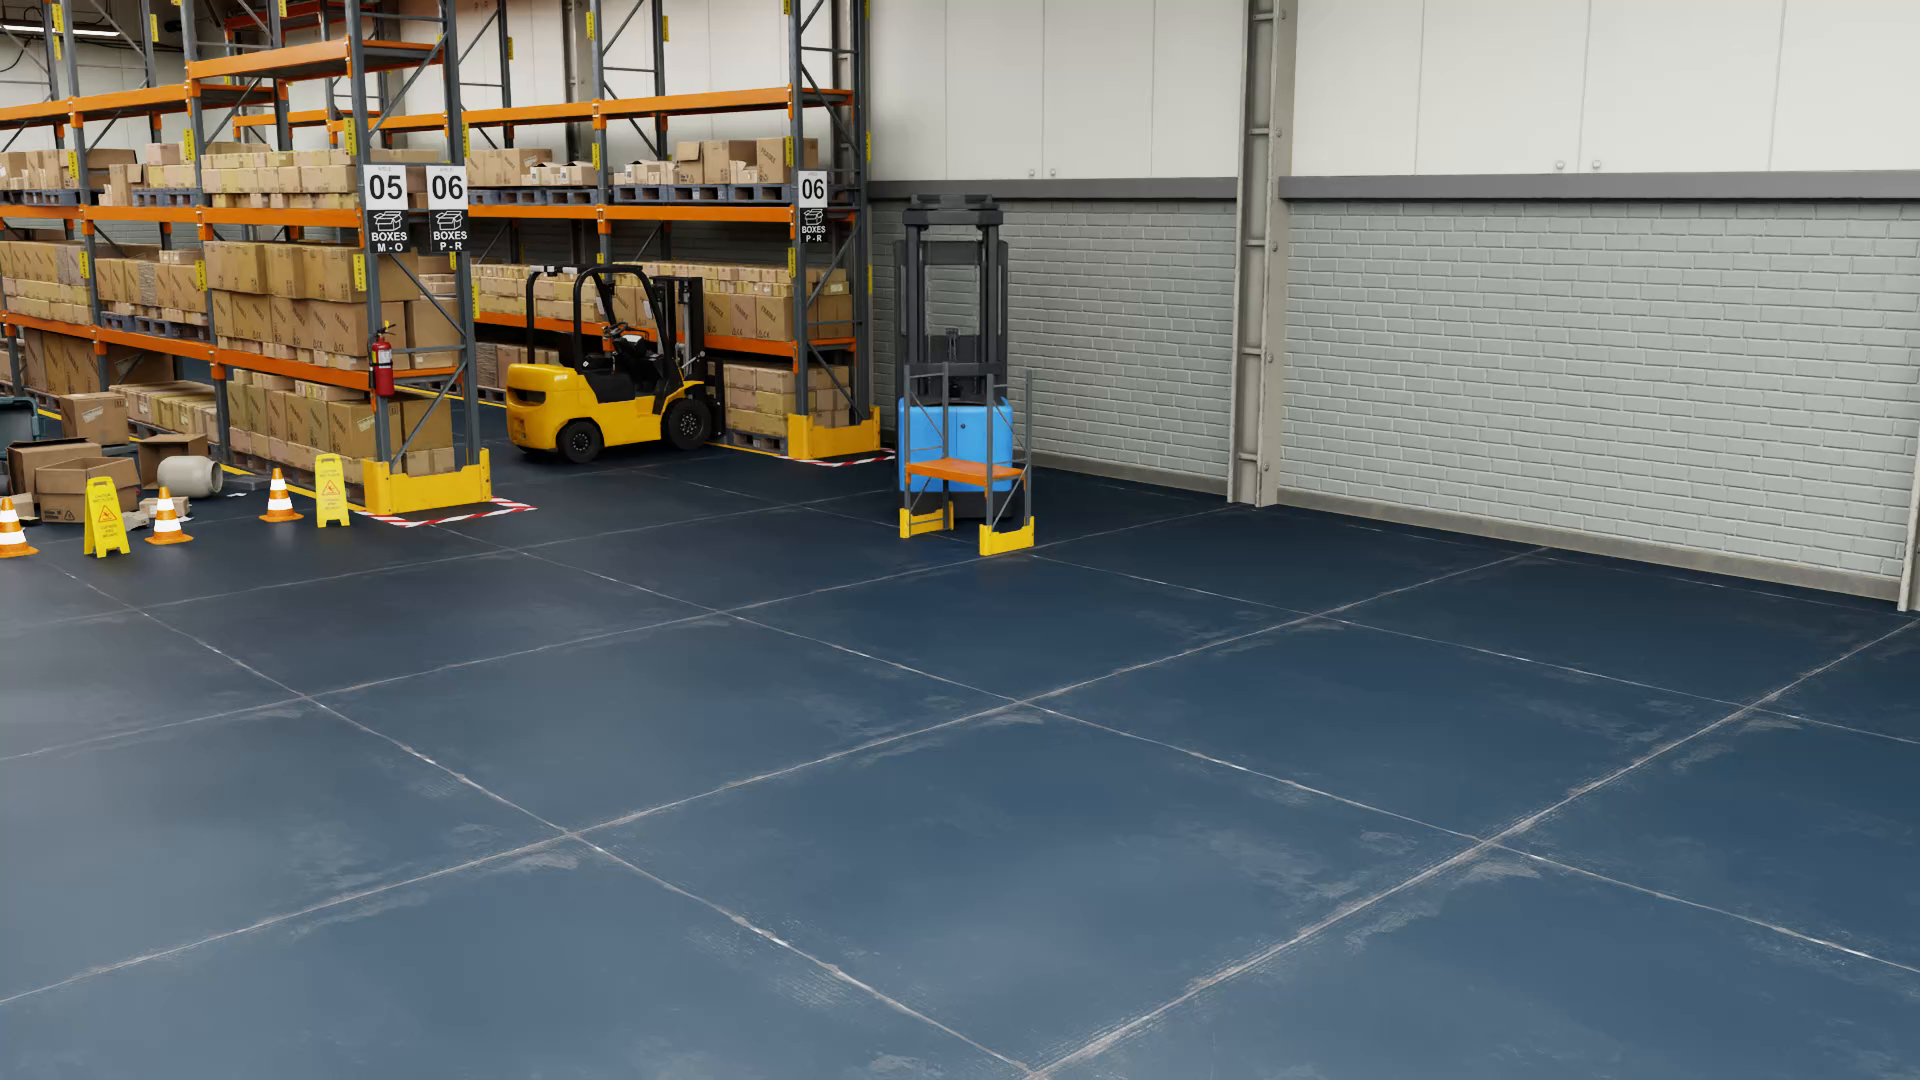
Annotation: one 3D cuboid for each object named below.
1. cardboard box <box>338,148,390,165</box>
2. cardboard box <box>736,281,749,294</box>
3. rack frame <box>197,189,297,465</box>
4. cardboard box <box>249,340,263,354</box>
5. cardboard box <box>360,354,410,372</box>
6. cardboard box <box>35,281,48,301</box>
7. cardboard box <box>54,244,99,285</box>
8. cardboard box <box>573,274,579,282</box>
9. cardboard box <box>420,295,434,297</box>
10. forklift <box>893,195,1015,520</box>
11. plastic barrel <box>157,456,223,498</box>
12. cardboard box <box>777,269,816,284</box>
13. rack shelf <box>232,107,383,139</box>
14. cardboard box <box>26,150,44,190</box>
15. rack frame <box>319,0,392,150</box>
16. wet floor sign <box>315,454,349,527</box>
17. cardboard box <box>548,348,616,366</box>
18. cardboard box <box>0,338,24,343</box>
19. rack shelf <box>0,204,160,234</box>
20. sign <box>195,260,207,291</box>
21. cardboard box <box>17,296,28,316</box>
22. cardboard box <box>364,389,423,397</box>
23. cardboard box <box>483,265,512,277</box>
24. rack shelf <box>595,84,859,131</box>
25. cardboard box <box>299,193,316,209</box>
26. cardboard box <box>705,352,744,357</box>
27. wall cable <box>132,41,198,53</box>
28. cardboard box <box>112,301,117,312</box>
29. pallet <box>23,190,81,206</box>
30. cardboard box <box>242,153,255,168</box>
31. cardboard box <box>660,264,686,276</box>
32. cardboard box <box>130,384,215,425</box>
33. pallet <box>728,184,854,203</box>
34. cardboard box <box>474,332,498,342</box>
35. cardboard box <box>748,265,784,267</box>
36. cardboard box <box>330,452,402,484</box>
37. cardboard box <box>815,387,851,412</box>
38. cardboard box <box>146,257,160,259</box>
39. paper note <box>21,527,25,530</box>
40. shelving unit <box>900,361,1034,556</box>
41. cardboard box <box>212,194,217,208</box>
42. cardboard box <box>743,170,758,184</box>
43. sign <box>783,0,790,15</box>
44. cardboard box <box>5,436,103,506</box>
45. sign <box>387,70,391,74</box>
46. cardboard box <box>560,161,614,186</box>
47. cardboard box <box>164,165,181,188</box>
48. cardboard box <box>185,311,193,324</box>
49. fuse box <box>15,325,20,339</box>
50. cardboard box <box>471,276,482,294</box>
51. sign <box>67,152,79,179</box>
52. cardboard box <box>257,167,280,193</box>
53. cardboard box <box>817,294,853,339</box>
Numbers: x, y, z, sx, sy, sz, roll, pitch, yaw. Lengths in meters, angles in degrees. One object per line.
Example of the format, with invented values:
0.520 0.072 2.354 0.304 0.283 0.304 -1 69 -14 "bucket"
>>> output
-5.502 -3.535 15.347 0.380 0.149 0.250 -11 16 -42 "cardboard box"
-2.405 -2.978 19.575 0.380 0.149 0.250 -11 16 -43 "cardboard box"
-7.817 -2.374 18.498 1.000 3.000 0.127 -11 16 -43 "rack frame"
-7.268 -2.055 17.574 0.380 0.149 0.250 -10 15 -41 "cardboard box"
-5.468 -1.691 15.811 0.380 0.149 0.250 -10 15 -41 "cardboard box"
-12.181 -3.386 22.545 0.500 0.250 0.500 11 16 43 "cardboard box"
-11.486 -3.609 21.768 0.500 0.500 0.500 -11 16 -42 "cardboard box"
-4.948 -3.530 22.254 0.380 0.149 0.250 -11 16 -43 "cardboard box"
-5.541 -2.167 16.513 0.500 0.500 0.500 -10 15 -41 "cardboard box"
-0.099 -1.868 16.216 1.130 2.935 3.031 -1 12 -3 "forklift"
-7.576 -0.618 16.364 0.512 0.421 0.421 -1 12 -4 "plastic barrel"
-1.867 -3.017 19.031 0.380 0.149 0.250 -11 16 -42 "cardboard box"
-11.135 -7.110 28.410 1.077 0.370 4.000 -11 16 -43 "rack shelf"
-12.006 -4.898 22.029 0.500 0.500 0.500 -11 16 -42 "cardboard box"
-9.754 -7.172 26.920 1.000 3.000 0.127 -11 16 -43 "rack frame"
-5.697 -0.460 15.044 0.267 0.644 0.232 -5 13 -23 "wet floor sign"
-5.128 -2.297 22.973 0.875 0.625 0.625 -11 16 -43 "cardboard box"
-15.576 -2.993 26.815 0.875 0.438 0.875 11 16 43 "cardboard box"
-11.960 -4.366 22.519 1.077 0.370 4.000 -11 16 -43 "rack shelf"
-8.216 -2.863 18.004 0.100 0.325 0.005 -11 16 -43 "sign"
-12.870 -3.291 23.325 0.500 0.250 0.500 11 16 44 "cardboard box"
-5.793 -1.251 16.967 0.500 0.500 0.500 11 16 43 "cardboard box"
-6.603 -3.856 23.838 0.380 0.149 0.250 -10 16 -41 "cardboard box"
-2.848 -5.164 19.949 1.077 0.370 4.000 -11 16 -43 "rack shelf"
-6.191 -3.300 16.185 0.380 0.149 0.250 -11 16 -43 "cardboard box"
-3.049 -2.222 21.059 0.500 0.250 0.500 -11 16 -42 "cardboard box"
-15.488 -11.482 34.056 2.988 3.039 0.133 -11 16 -43 "wall cable"
-10.318 -2.921 20.736 0.250 0.149 0.380 11 16 42 "cardboard box"
-11.837 -4.583 22.259 1.003 0.211 1.213 -10 15 -40 "pallet"
-7.089 -3.874 16.993 0.250 0.149 0.380 11 16 43 "cardboard box"
-3.493 -3.343 20.610 0.380 0.149 0.250 -11 16 -43 "cardboard box"
-9.681 -1.686 20.630 0.950 0.372 0.625 -11 16 -44 "cardboard box"
-1.937 -4.015 19.250 1.003 0.211 1.213 -11 16 -43 "pallet"
-7.291 -3.111 25.623 0.380 0.149 0.250 -10 15 -41 "cardboard box"
-2.364 -3.278 20.295 0.250 0.149 0.380 11 16 44 "cardboard box"
-5.824 -0.733 16.308 0.500 0.250 0.500 -11 16 -43 "cardboard box"
-1.642 -1.683 19.683 0.500 0.250 0.500 -11 16 -42 "cardboard box"
-10.064 -3.330 21.115 0.500 0.500 0.500 11 16 43 "cardboard box"
-8.391 -0.090 14.775 0.144 0.017 0.142 -5 13 -23 "paper note"
0.053 -0.723 14.206 0.587 1.500 1.083 -11 16 -43 "shelving unit"
-7.779 -3.639 17.830 0.380 0.149 0.250 -11 16 -43 "cardboard box"
-2.259 -4.161 19.077 0.250 0.149 0.380 11 16 44 "cardboard box"
-1.869 -5.843 17.960 0.100 0.325 0.005 -11 16 -43 "sign"
-8.750 -0.672 16.092 0.797 0.637 0.503 -11 16 -43 "cardboard box"
-9.357 -7.785 27.189 0.100 0.325 0.005 -11 16 -43 "sign"
-4.906 -4.818 21.860 0.500 0.311 0.500 11 16 43 "cardboard box"
-8.671 -4.115 18.846 0.500 0.250 0.500 -11 16 -42 "cardboard box"
-8.541 -2.534 18.858 0.250 0.149 0.380 11 16 43 "cardboard box"
-18.395 -4.585 32.425 0.539 1.711 0.414 -11 16 -43 "fuse box"
-6.880 -3.719 24.160 0.500 0.250 0.500 -11 16 -43 "cardboard box"
-10.986 -4.642 20.600 0.100 0.325 0.005 -11 16 -43 "sign"
-6.661 -3.590 16.605 0.500 0.250 0.500 -11 16 -42 "cardboard box"
-1.608 -2.642 19.554 0.500 0.500 0.500 -10 15 -41 "cardboard box"
